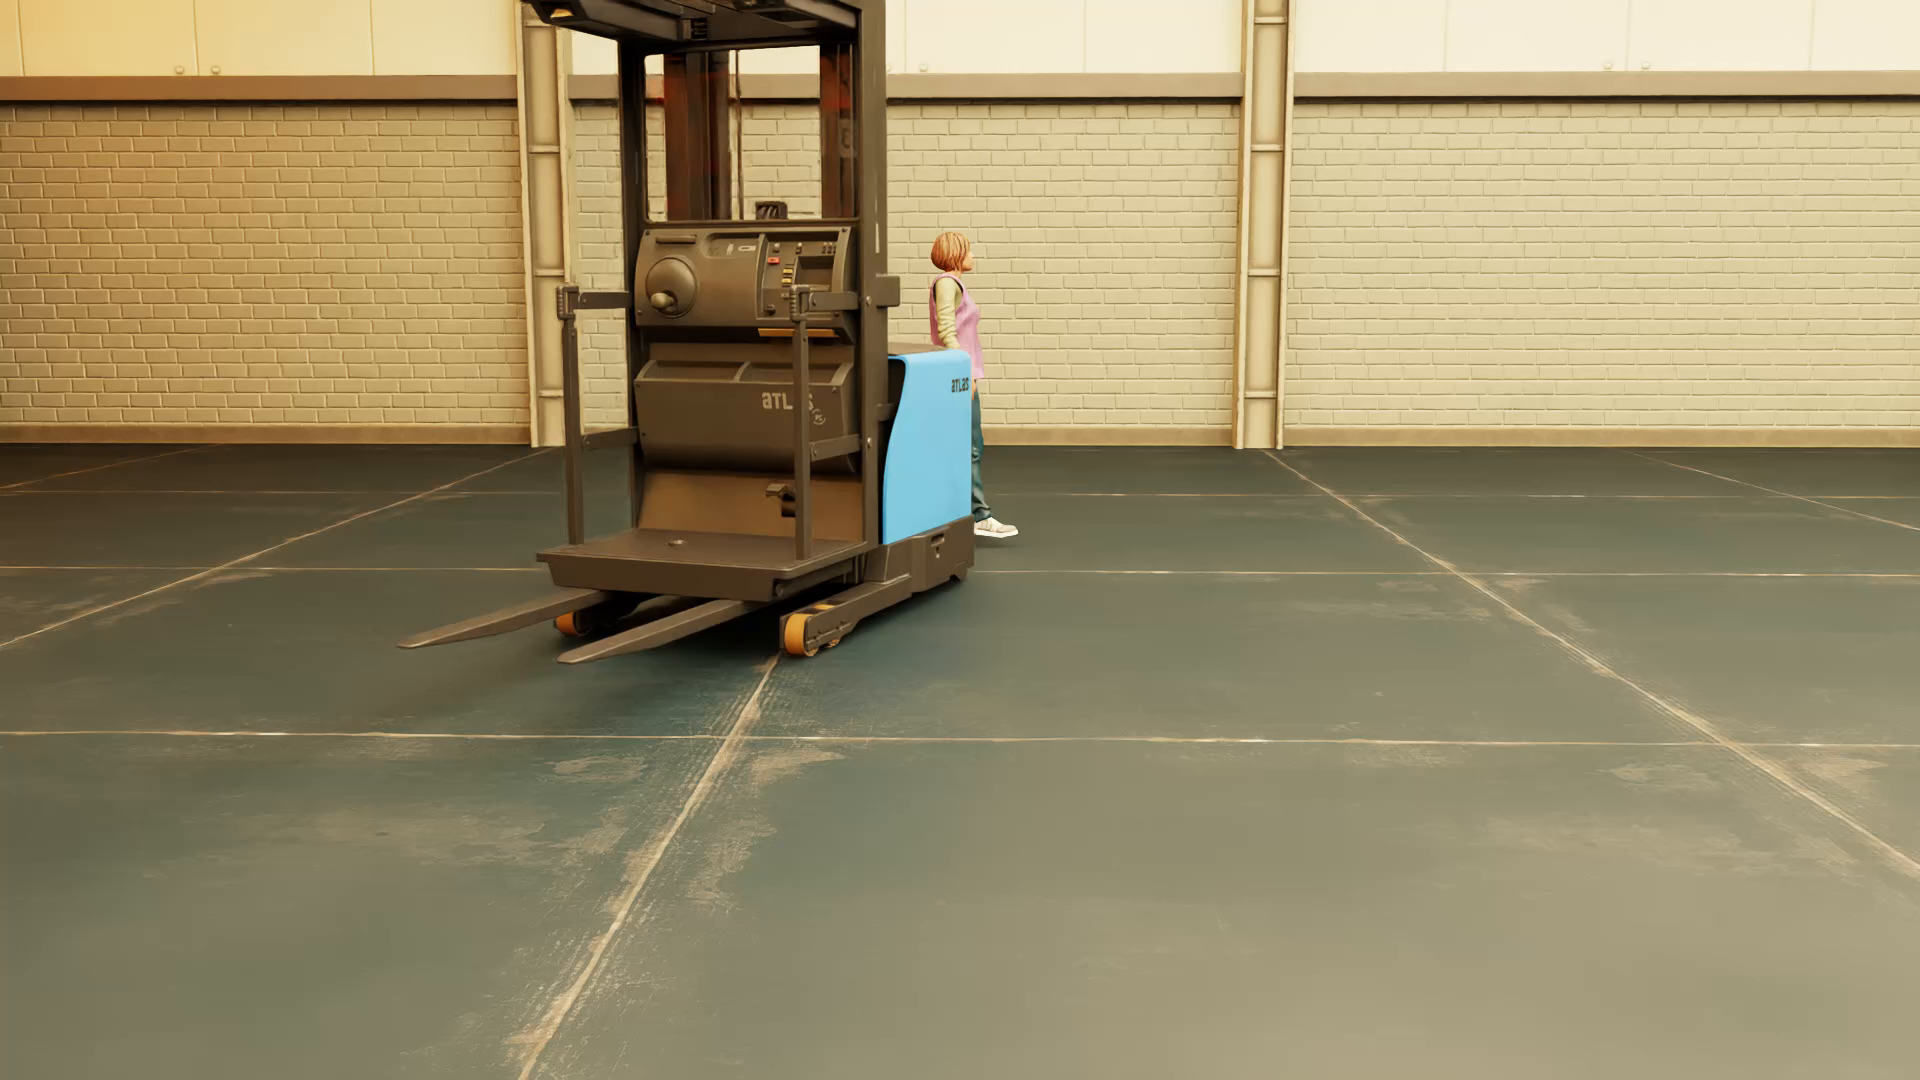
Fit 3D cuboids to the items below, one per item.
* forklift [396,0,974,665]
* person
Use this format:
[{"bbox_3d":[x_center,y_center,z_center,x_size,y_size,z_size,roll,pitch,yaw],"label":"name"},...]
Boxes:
[{"bbox_3d":[-0.943,-1.085,6.399,1.130,2.935,3.031,3,9,21],"label":"forklift"},{"bbox_3d":[0.074,-0.834,8.859,0.472,1.598,0.521,0,9,1],"label":"person"}]
